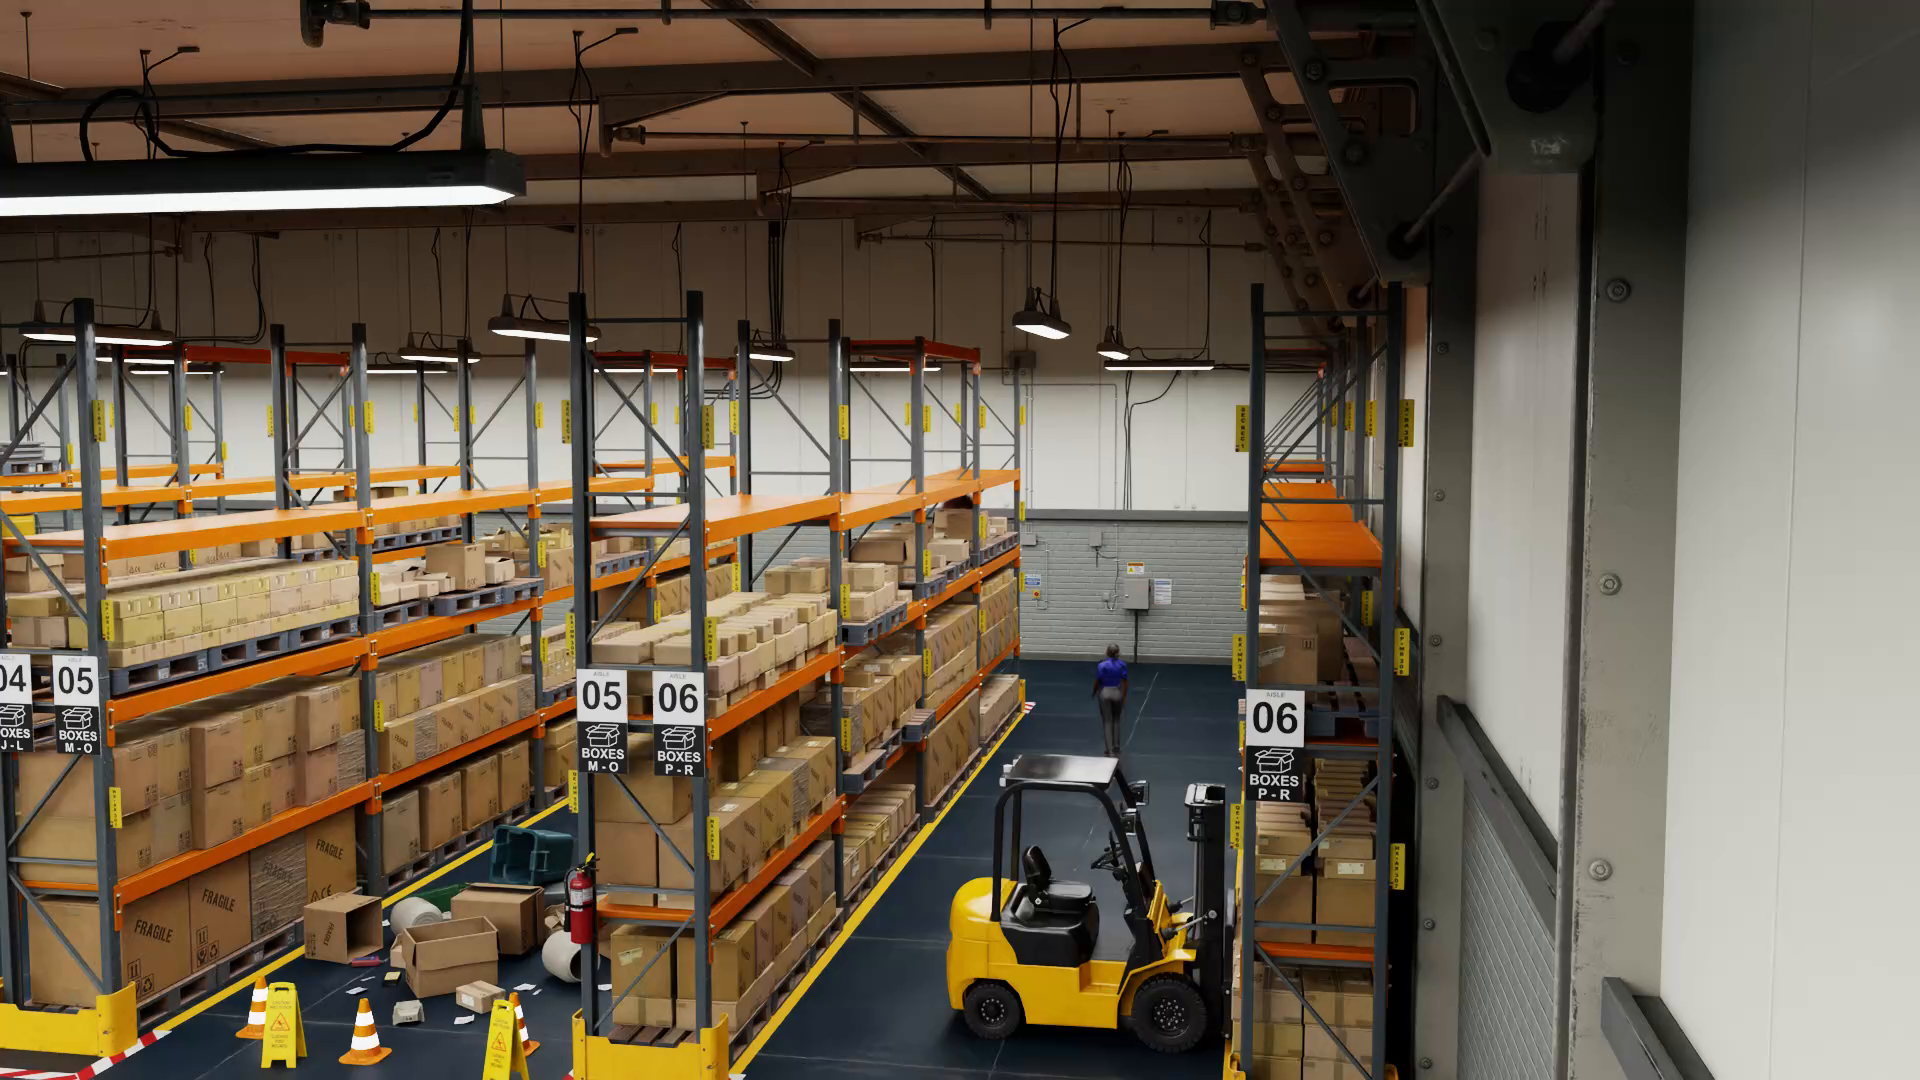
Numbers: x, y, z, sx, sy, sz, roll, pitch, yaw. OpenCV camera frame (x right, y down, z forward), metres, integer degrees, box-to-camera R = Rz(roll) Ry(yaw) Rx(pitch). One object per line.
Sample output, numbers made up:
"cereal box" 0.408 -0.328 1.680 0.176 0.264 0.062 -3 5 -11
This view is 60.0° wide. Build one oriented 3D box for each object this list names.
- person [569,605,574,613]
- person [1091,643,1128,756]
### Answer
"person" -7.091 1.834 31.036 0.624 1.739 0.412 1 5 17
"person" 2.180 2.316 24.128 0.491 1.678 0.654 0 5 -6
